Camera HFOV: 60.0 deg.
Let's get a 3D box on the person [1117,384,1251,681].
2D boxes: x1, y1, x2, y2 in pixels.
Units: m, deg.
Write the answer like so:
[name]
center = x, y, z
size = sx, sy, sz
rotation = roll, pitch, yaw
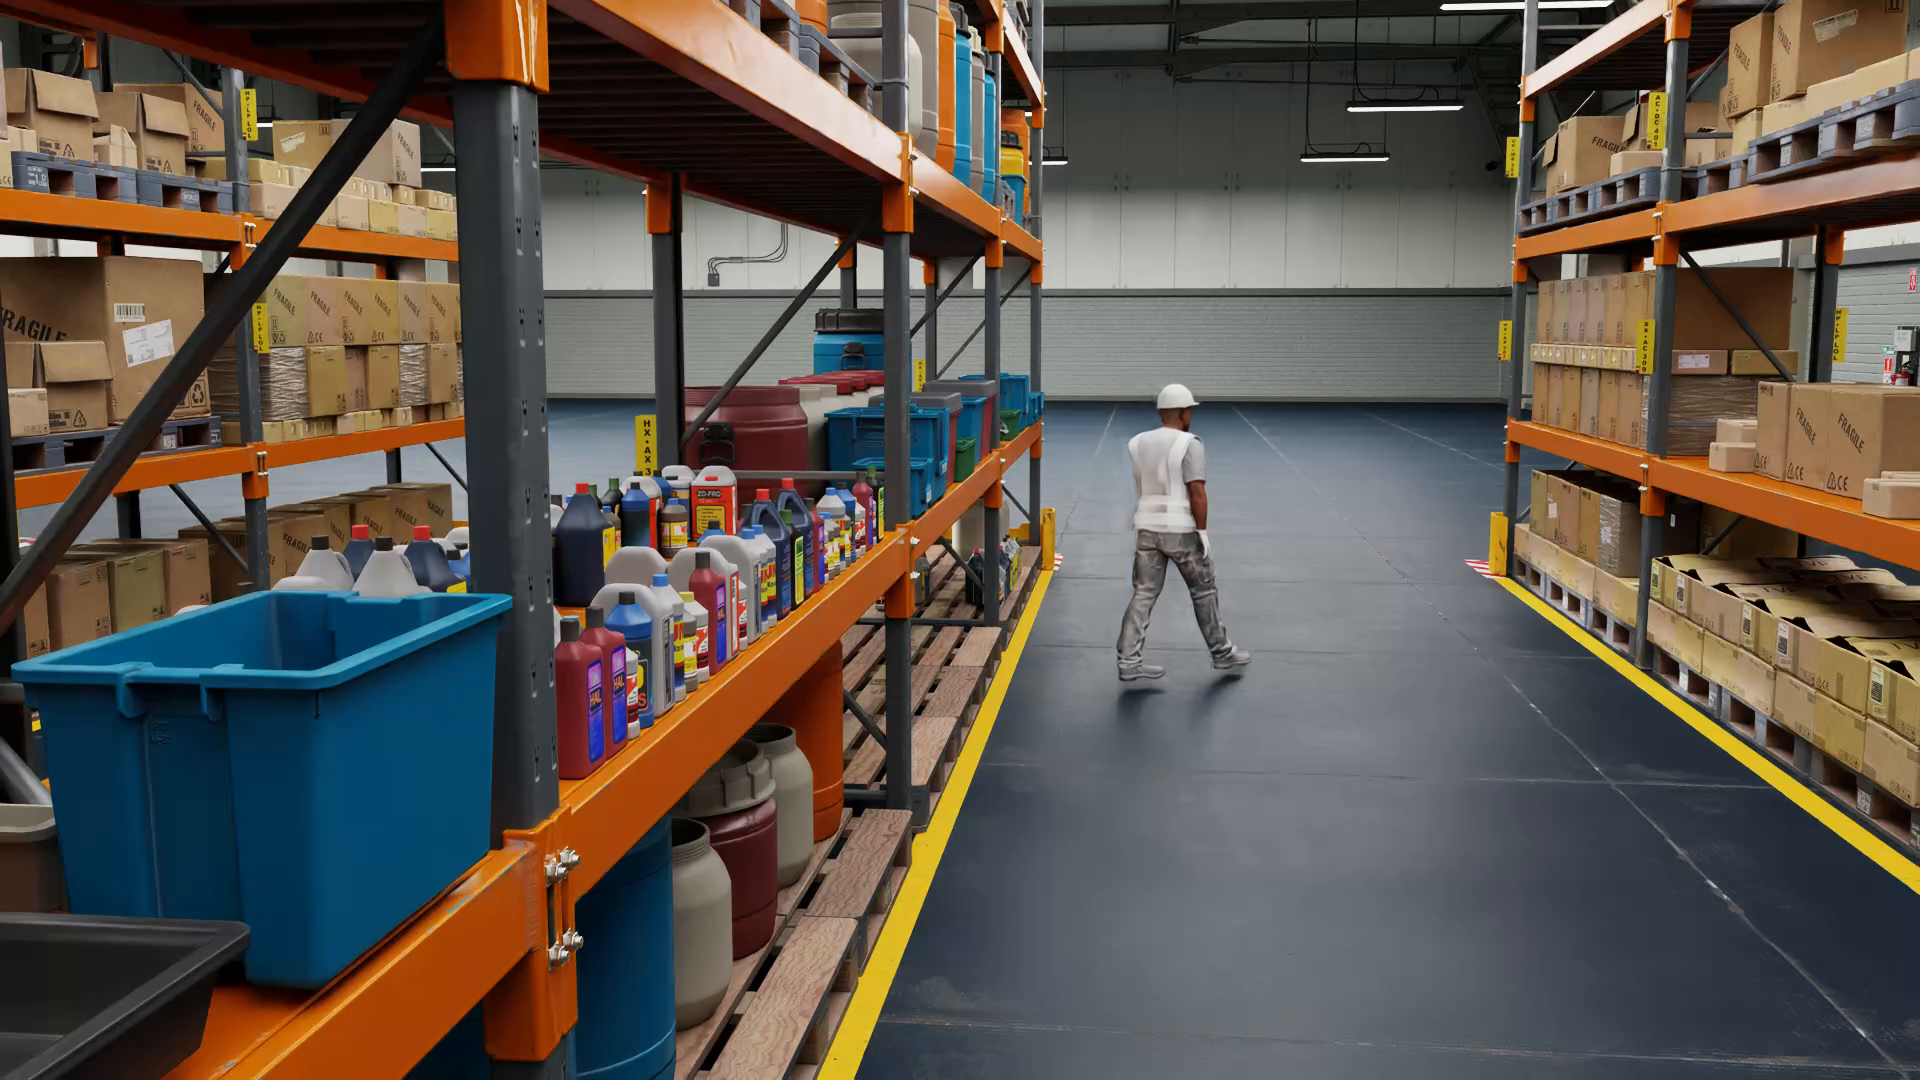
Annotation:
[person]
center = 1.295, -0.068, 9.914
size = 0.582, 1.715, 0.973
rotation = 7, 10, 41
